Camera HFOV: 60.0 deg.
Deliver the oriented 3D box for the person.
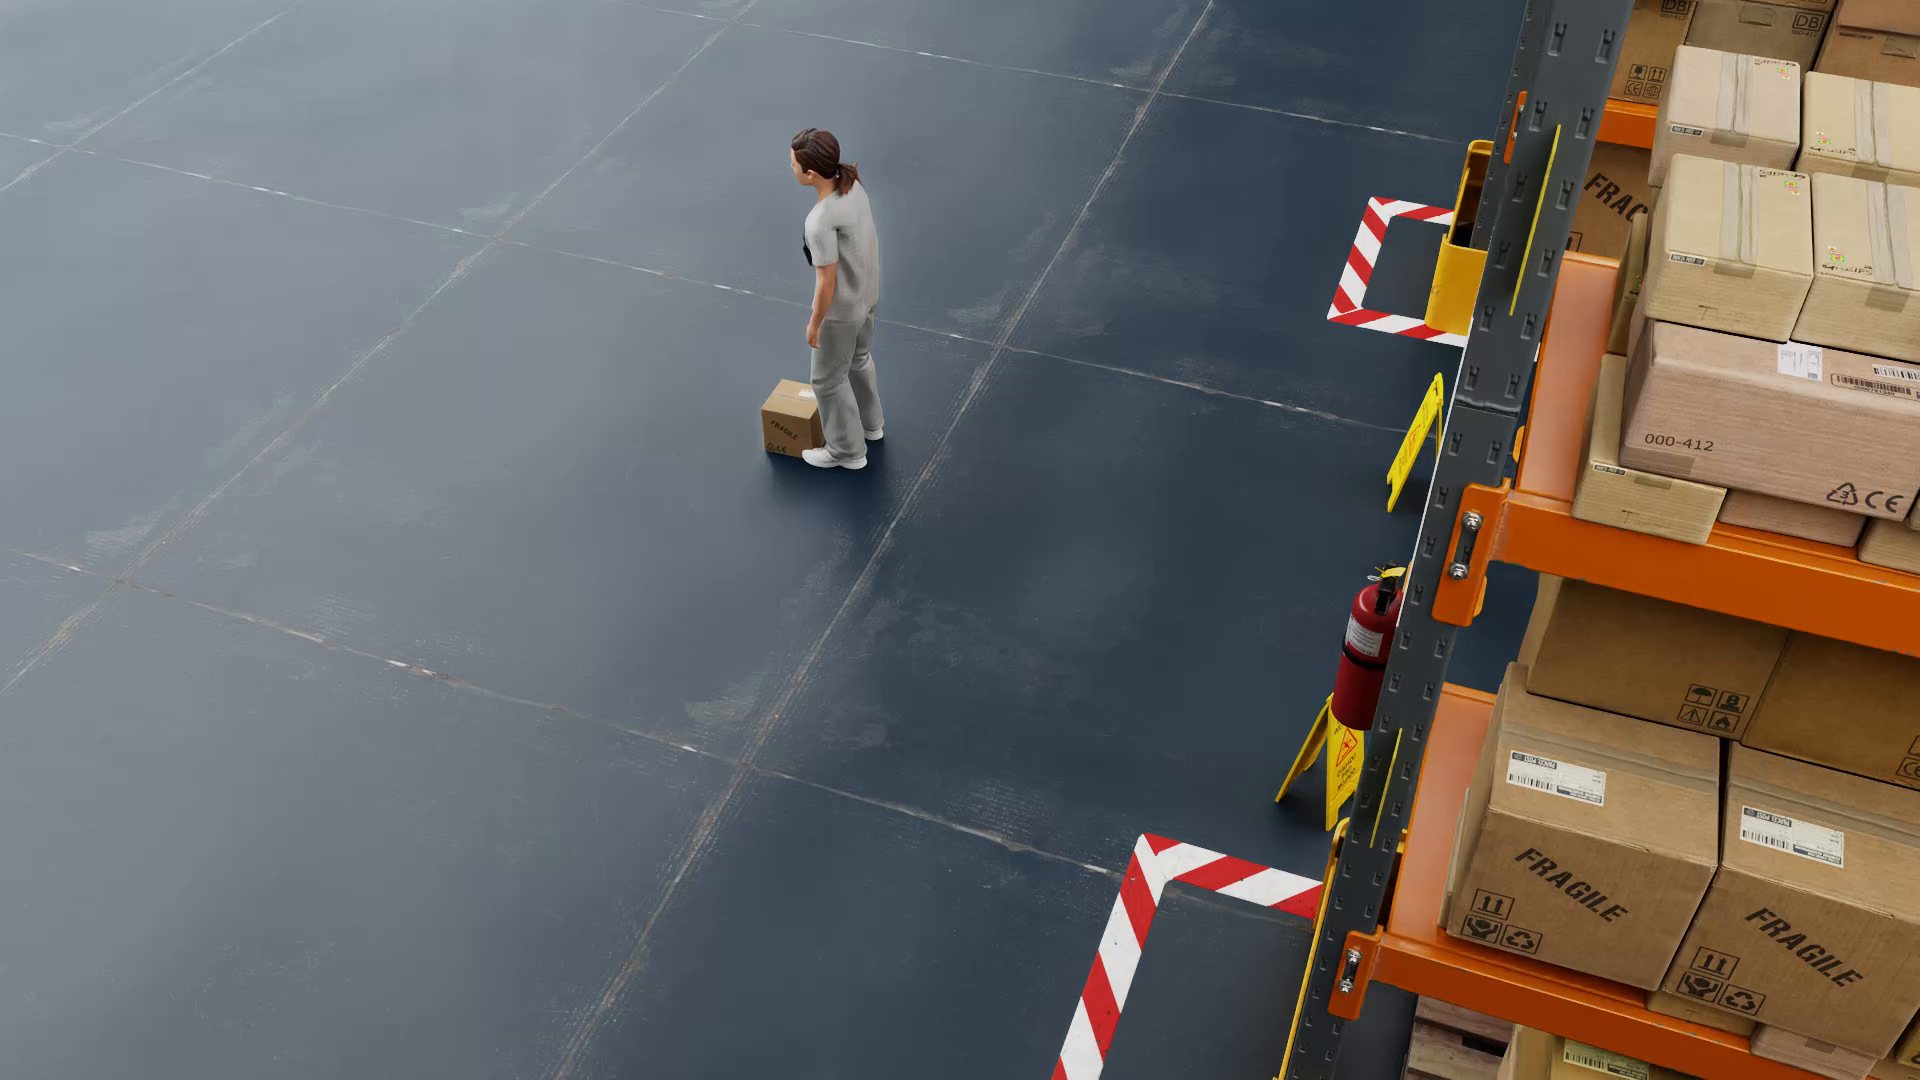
[{"bbox_3d":[-0.536,-1.049,7.339,0.353,1.673,0.505,12,43,14],"label":"person"}]
